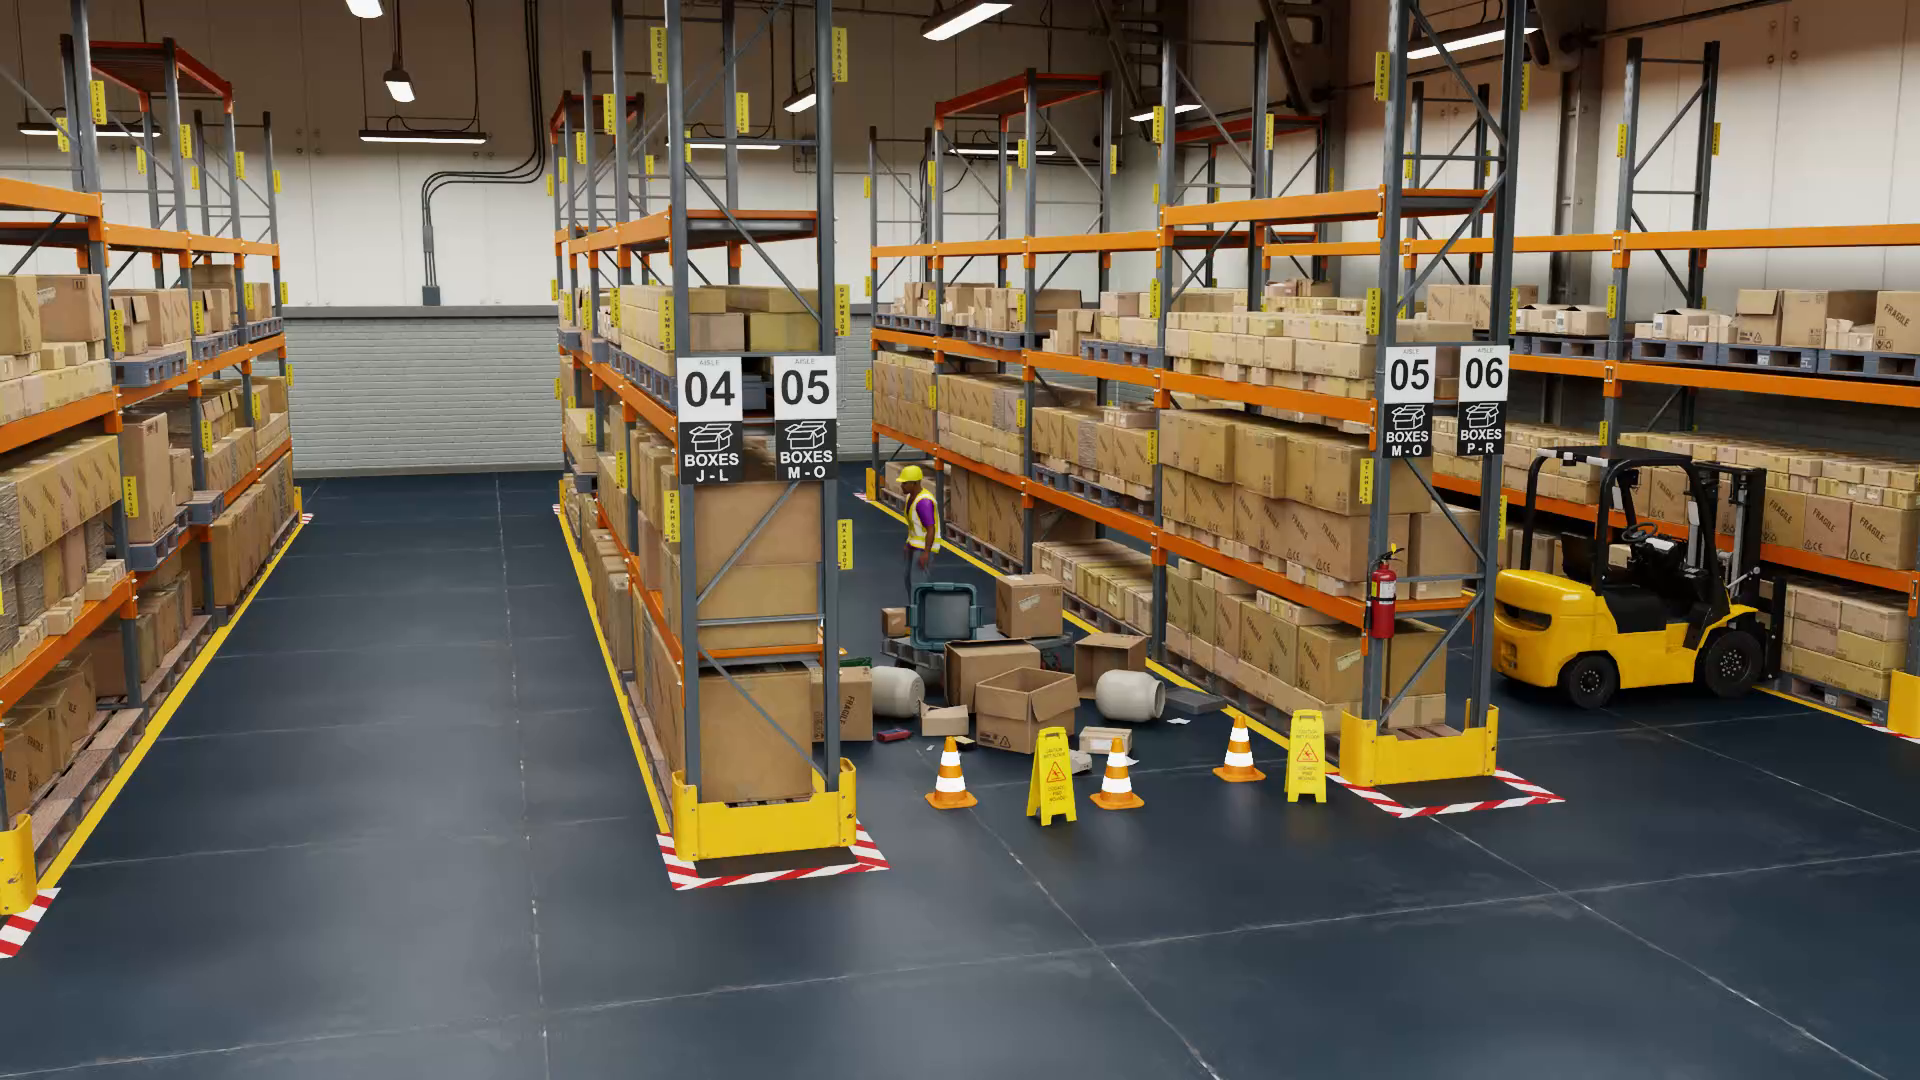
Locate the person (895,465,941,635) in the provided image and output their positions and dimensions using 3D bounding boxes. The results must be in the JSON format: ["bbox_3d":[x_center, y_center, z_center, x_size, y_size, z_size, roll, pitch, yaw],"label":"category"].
[{"bbox_3d":[-0.446,0.098,17.215,0.462,1.759,0.627,-3,10,-19],"label":"person"}]
